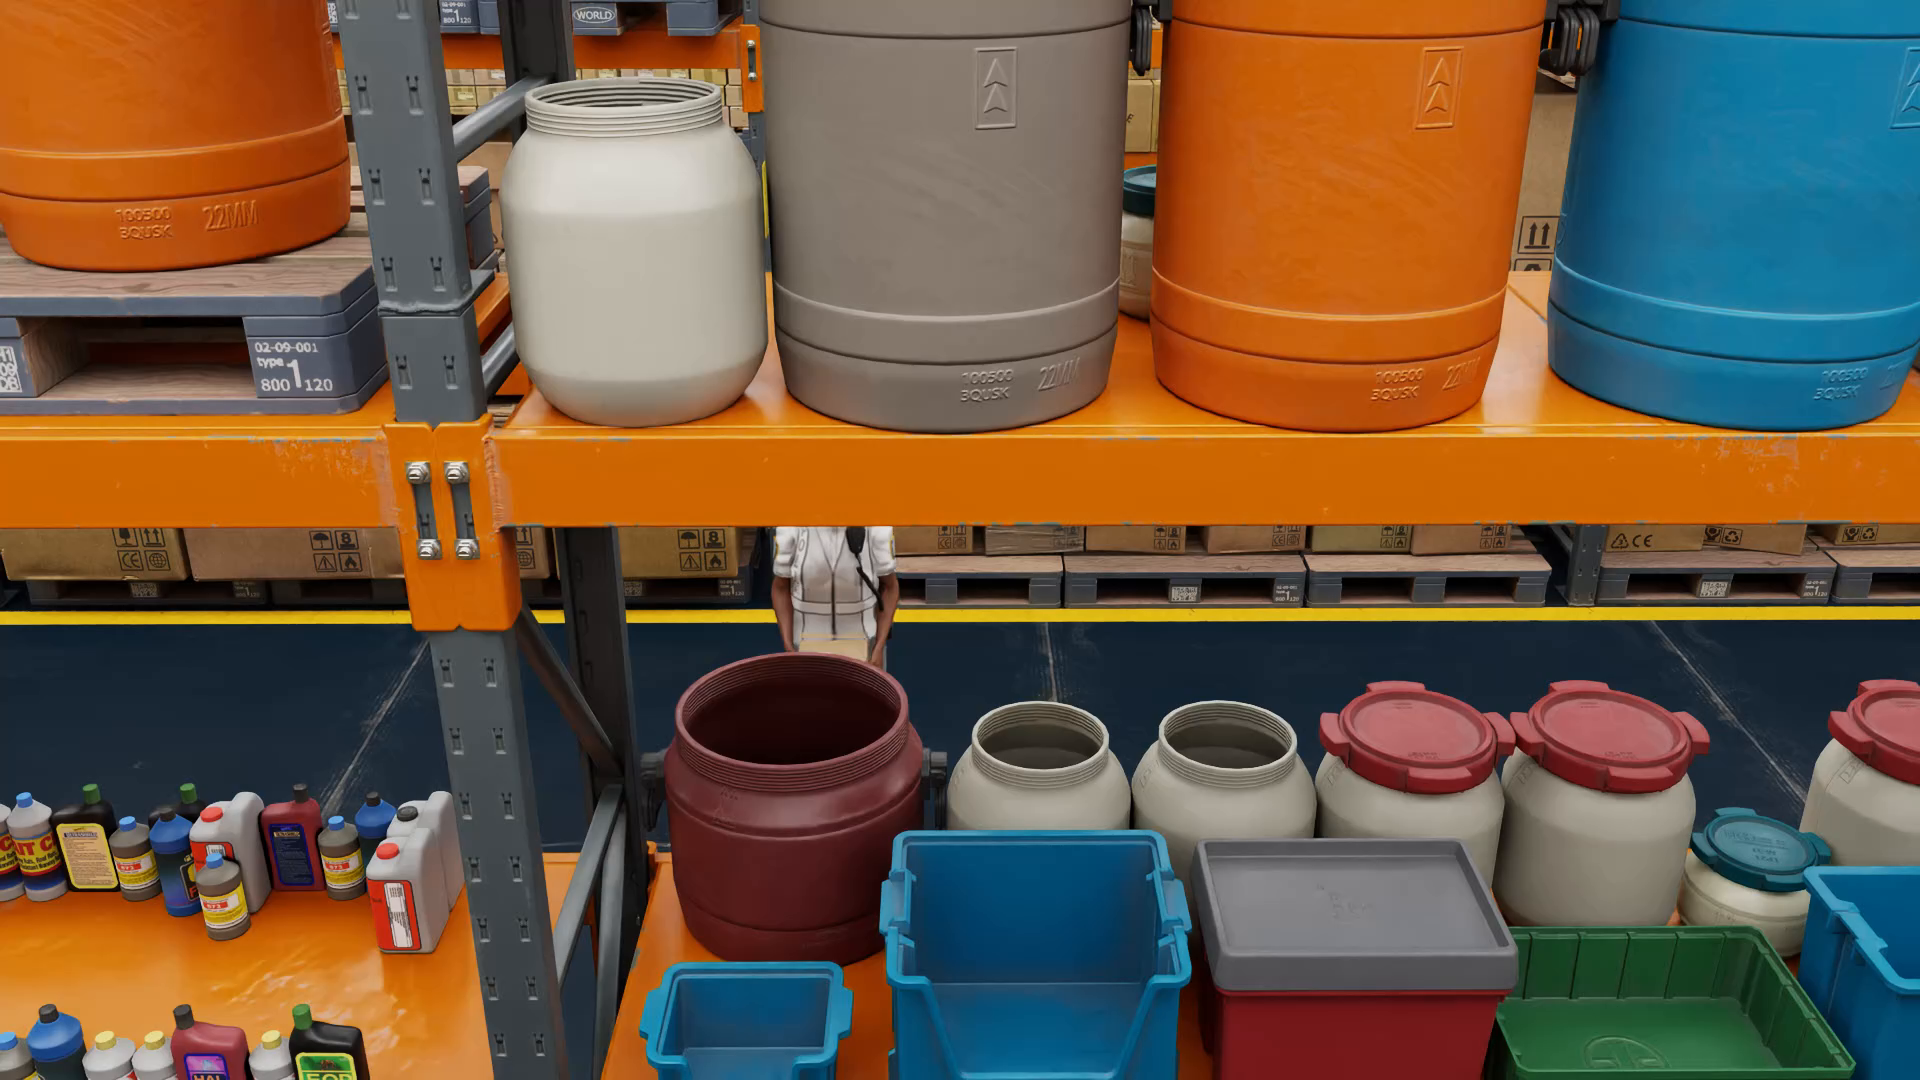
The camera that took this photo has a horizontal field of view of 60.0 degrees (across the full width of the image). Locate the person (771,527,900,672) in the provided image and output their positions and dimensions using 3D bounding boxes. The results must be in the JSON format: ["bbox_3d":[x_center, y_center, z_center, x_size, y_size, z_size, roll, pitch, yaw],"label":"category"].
[{"bbox_3d":[-0.460,0.402,6.183,0.479,1.684,0.428,-1,24,-1],"label":"person"}]
